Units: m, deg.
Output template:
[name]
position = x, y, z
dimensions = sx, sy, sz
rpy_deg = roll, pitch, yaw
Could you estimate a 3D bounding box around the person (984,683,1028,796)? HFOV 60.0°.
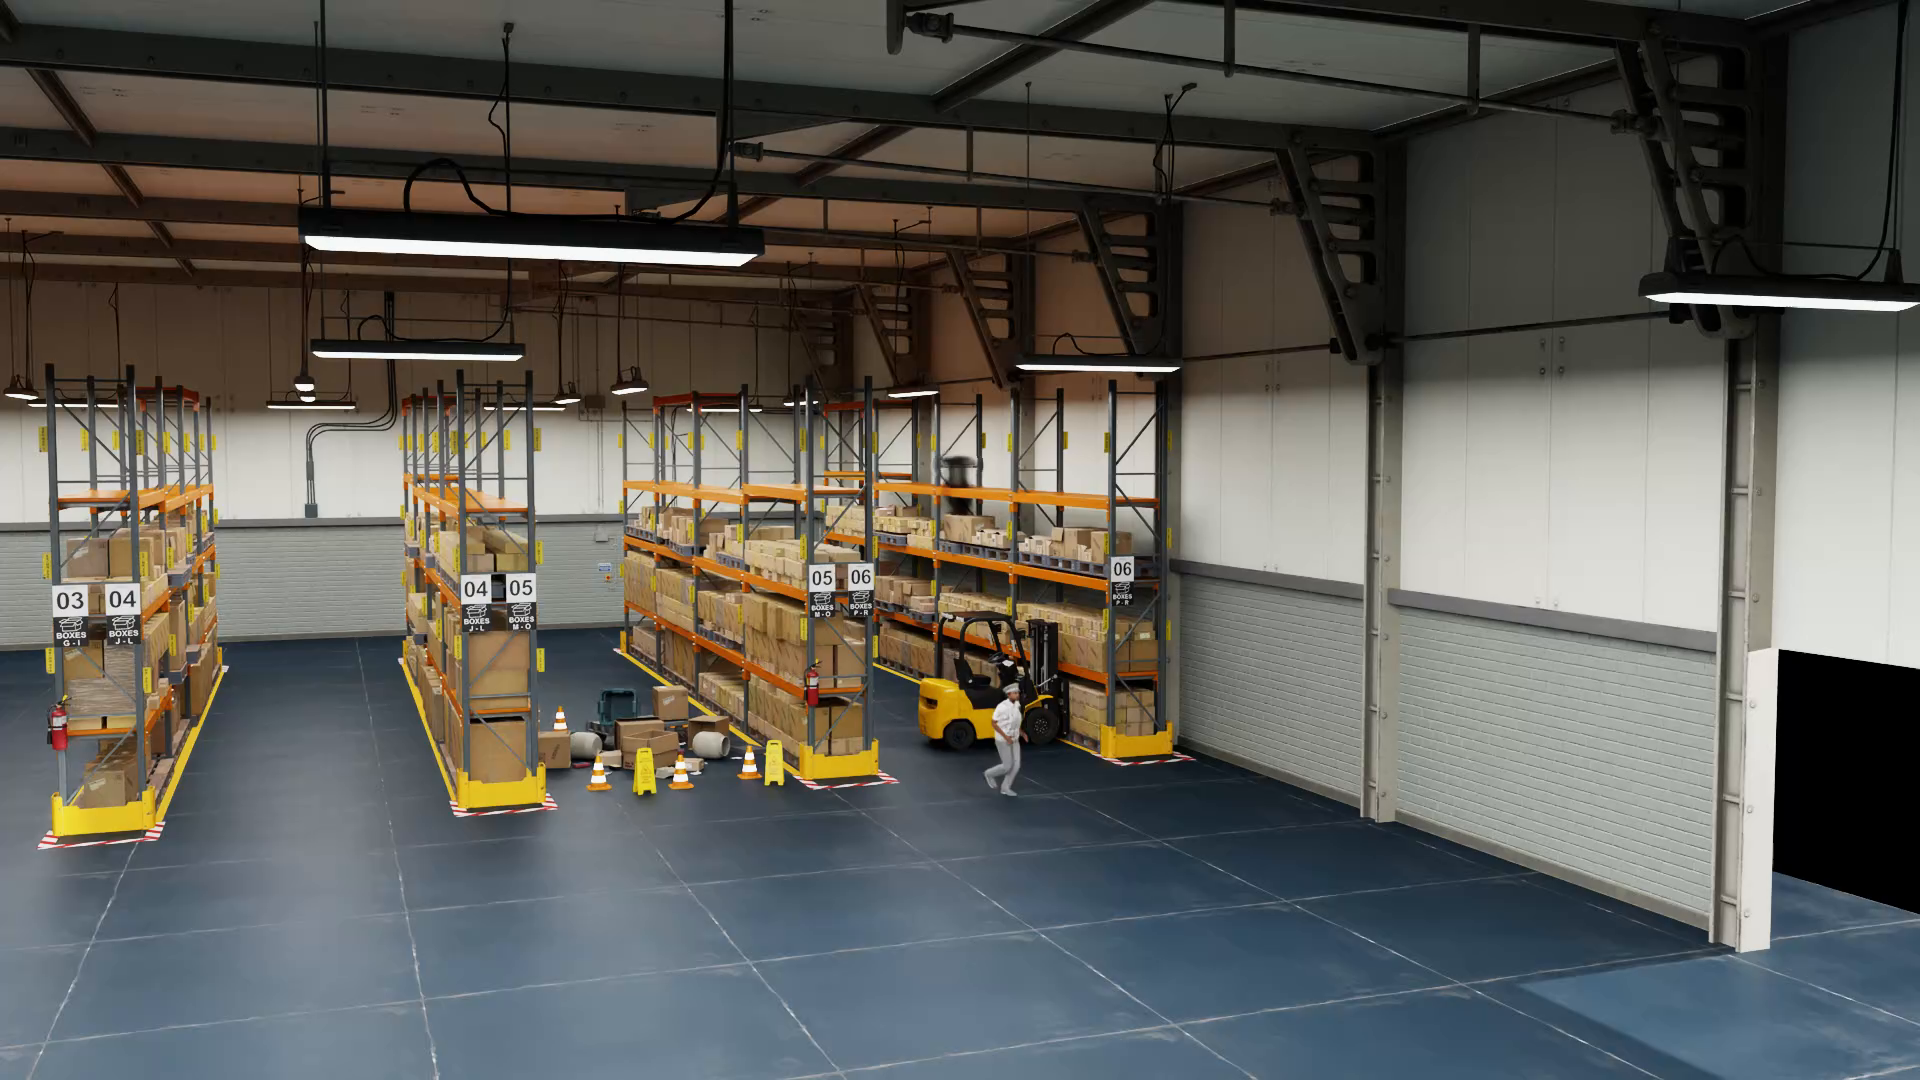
[person]
position = 0.615, 2.816, 23.620
dimensions = 0.600, 1.631, 0.535
rpy_deg = 3, 5, 43
